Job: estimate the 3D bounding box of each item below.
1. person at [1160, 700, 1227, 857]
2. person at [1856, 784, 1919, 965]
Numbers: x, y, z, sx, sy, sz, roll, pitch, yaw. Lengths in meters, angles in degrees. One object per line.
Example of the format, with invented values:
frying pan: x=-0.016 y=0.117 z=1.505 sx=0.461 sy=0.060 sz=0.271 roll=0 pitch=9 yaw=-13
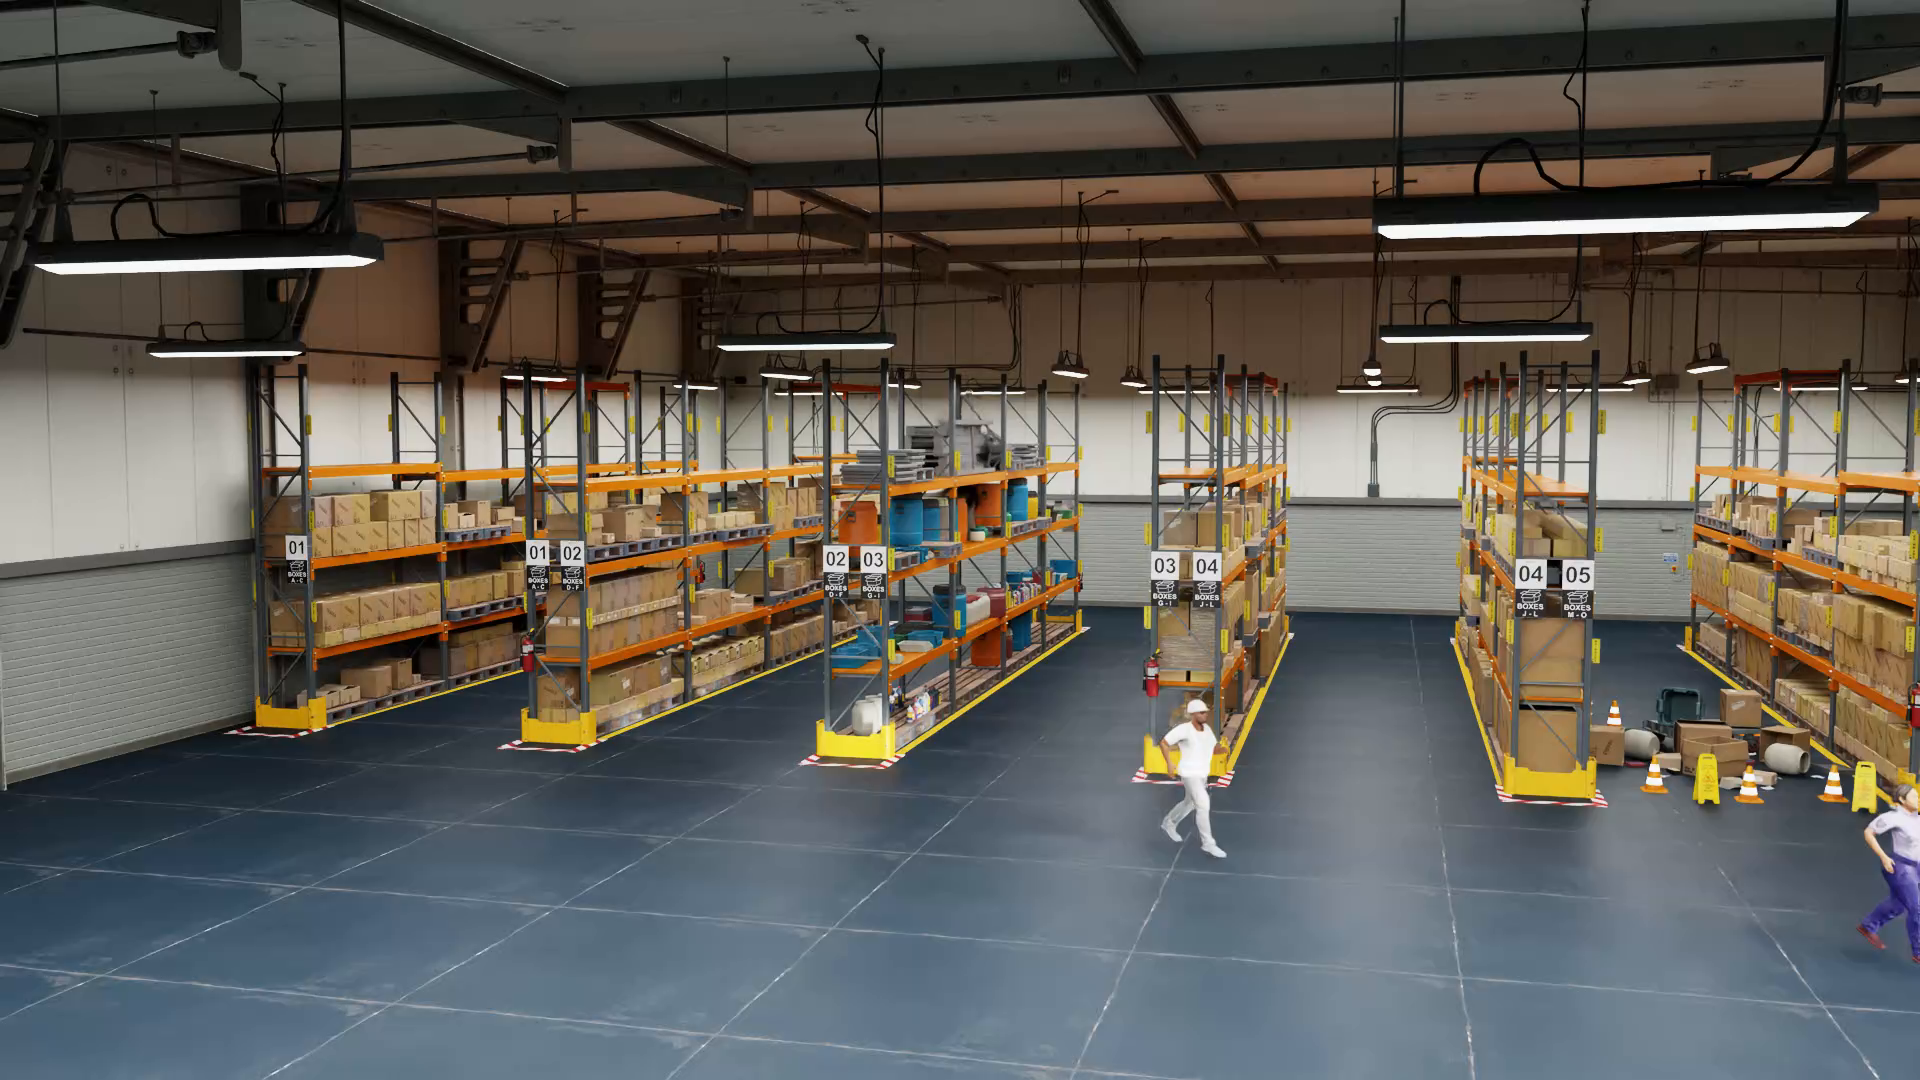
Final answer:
person: x=2.734 y=2.747 z=19.458 sx=0.963 sy=1.775 sz=0.689 roll=4 pitch=5 yaw=42
person: x=8.783 y=3.102 z=15.467 sx=0.594 sy=1.678 sz=0.860 roll=-3 pitch=5 yaw=-37
